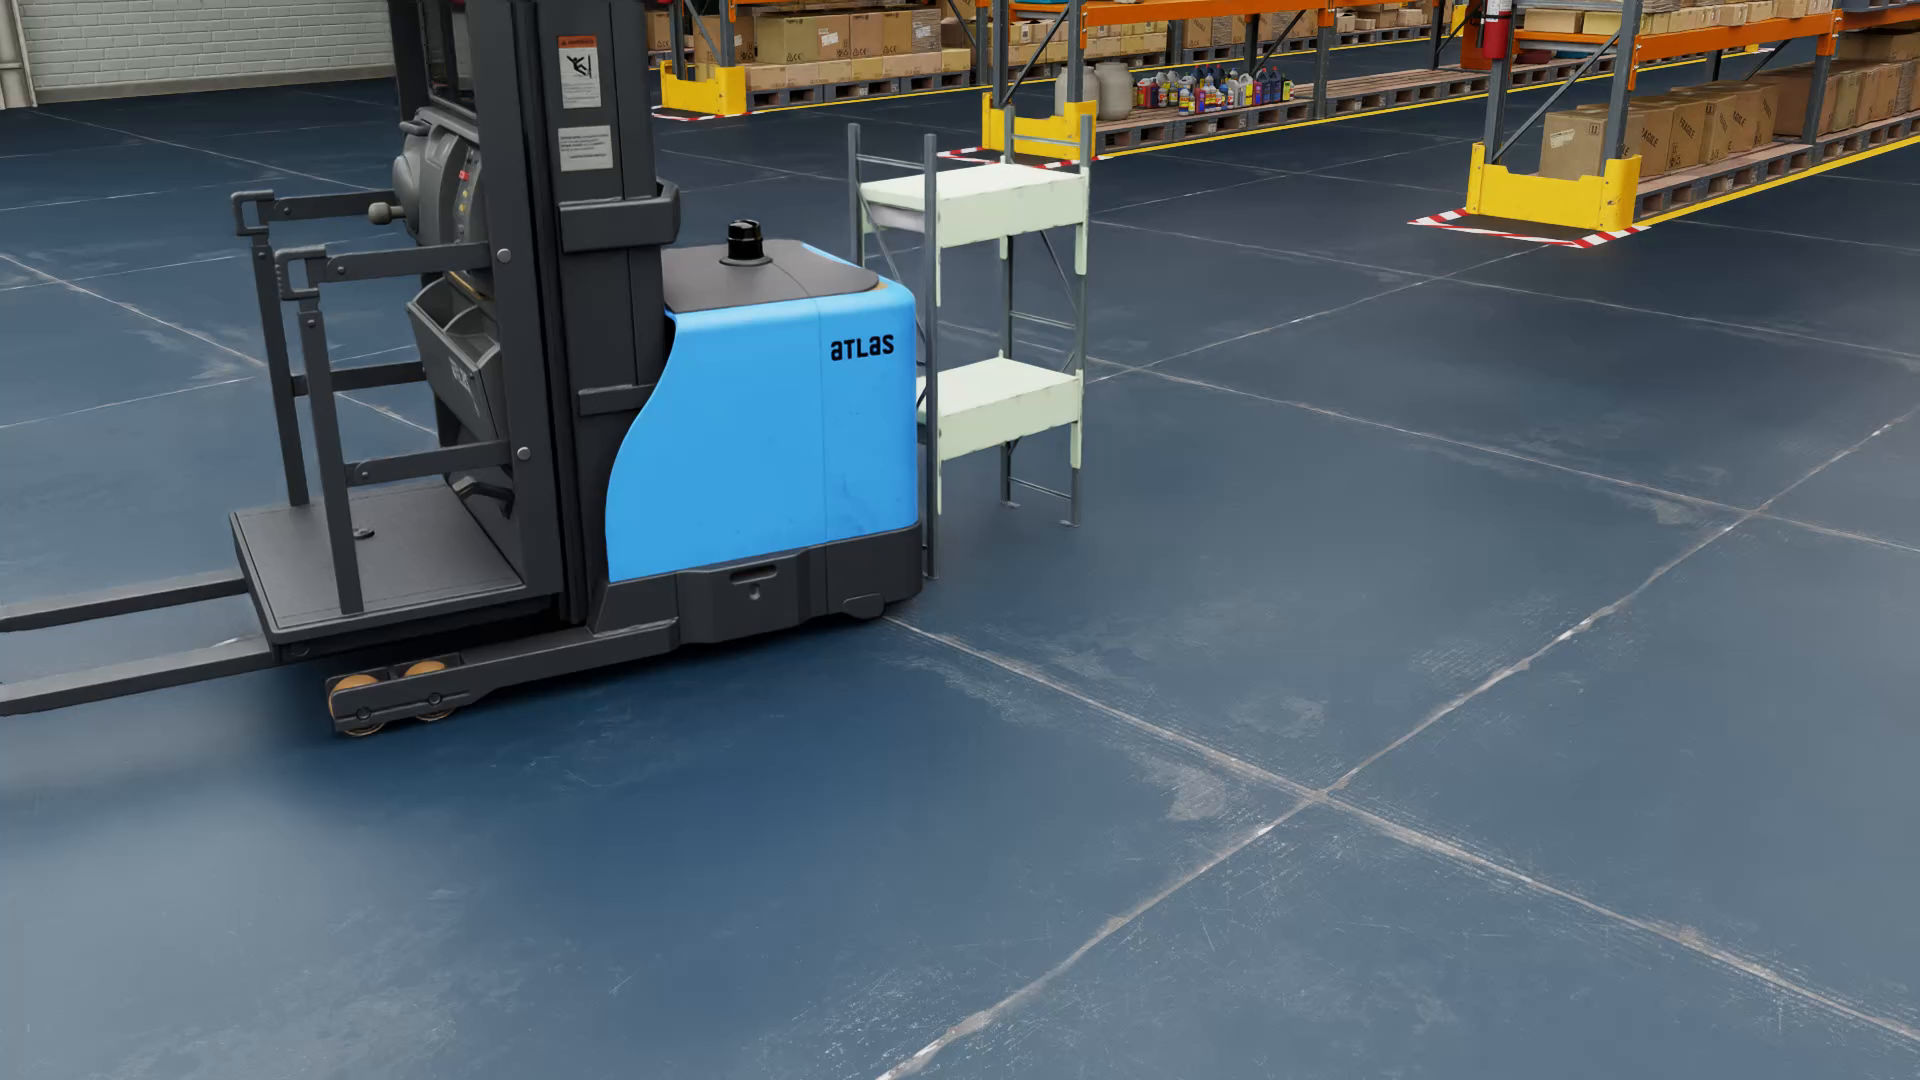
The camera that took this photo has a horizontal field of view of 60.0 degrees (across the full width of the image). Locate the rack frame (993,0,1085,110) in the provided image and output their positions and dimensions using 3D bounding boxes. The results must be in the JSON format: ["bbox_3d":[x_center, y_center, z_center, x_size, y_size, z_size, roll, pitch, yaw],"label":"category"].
[{"bbox_3d":[0.702,-4.974,14.836,1.000,3.000,0.127,19,28,41],"label":"rack frame"}]

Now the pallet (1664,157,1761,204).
[{"bbox_3d":[5.747,-2.965,13.494,1.003,0.211,1.213,19,28,41],"label":"pallet"}]

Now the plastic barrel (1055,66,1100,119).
[{"bbox_3d":[1.106,-4.197,15.696,0.421,0.512,0.421,0,21,0],"label":"plastic barrel"}]

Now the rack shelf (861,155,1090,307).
[{"bbox_3d":[0.042,-1.068,5.675,0.720,0.370,0.431,-19,28,-41],"label":"rack shelf"}]

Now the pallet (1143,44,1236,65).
[{"bbox_3d":[3.284,-7.152,24.389,1.003,0.211,1.213,19,28,41],"label":"pallet"}]

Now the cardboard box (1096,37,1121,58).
[{"bbox_3d":[1.834,-6.726,22.640,0.500,0.250,0.500,-19,28,-41],"label":"cardboard box"}]

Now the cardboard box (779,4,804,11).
[{"bbox_3d":[-2.780,-7.859,25.213,0.700,0.500,0.500,19,28,40],"label":"cardboard box"}]

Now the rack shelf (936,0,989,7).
[{"bbox_3d":[1.341,-7.422,22.205,1.077,0.370,4.000,19,28,41],"label":"rack shelf"}]

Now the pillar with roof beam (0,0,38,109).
[{"bbox_3d":[-7.629,-8.031,14.426,9.100,9.000,0.400,19,28,41],"label":"pillar with roof beam"}]

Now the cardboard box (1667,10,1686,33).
[{"bbox_3d":[4.994,-3.751,12.003,0.380,0.149,0.250,19,28,41],"label":"cardboard box"}]

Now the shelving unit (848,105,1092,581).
[{"bbox_3d":[0.042,-0.704,5.815,0.755,1.500,0.431,-19,28,-41],"label":"shelving unit"}]

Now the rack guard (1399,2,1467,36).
[{"bbox_3d":[8.264,-9.142,29.162,1.175,0.500,0.348,19,28,41],"label":"rack guard"}]

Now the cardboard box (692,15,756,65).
[{"bbox_3d":[-2.683,-5.690,18.899,0.500,0.500,0.500,19,28,41],"label":"cardboard box"}]

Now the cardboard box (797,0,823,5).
[{"bbox_3d":[-2.439,-8.313,25.347,0.500,0.250,0.500,18,28,39],"label":"cardboard box"}]

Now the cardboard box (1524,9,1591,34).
[{"bbox_3d":[4.302,-3.742,11.980,0.380,0.149,0.250,19,28,41],"label":"cardboard box"}]

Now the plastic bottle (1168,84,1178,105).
[{"bbox_3d":[2.191,-4.574,17.080,0.097,0.201,0.097,0,21,0],"label":"plastic bottle"}]

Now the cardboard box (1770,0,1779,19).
[{"bbox_3d":[6.340,-4.282,13.385,0.380,0.149,0.250,19,28,41],"label":"cardboard box"}]

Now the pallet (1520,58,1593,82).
[{"bbox_3d":[7.654,-6.254,22.053,1.003,0.211,1.213,19,28,41],"label":"pallet"}]

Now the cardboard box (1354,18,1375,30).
[{"bbox_3d":[6.571,-8.461,27.243,0.380,0.166,0.250,19,28,41],"label":"cardboard box"}]

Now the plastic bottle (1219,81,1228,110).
[{"bbox_3d":[2.640,-4.460,16.687,0.097,0.271,0.097,0,21,0],"label":"plastic bottle"}]

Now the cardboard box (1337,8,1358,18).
[{"bbox_3d":[6.244,-8.660,27.560,0.500,0.311,0.500,19,28,41],"label":"cardboard box"}]

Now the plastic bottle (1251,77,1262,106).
[{"bbox_3d":[3.032,-4.601,17.036,0.133,0.283,0.061,-18,27,-39],"label":"plastic bottle"}]

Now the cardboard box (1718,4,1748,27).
[{"bbox_3d":[5.736,-3.992,12.631,0.380,0.149,0.250,19,28,41],"label":"cardboard box"}]

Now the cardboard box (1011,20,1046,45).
[{"bbox_3d":[0.766,-6.589,21.502,0.500,0.311,0.500,19,28,40],"label":"cardboard box"}]

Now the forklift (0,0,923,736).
[{"bbox_3d":[-1.667,-1.037,4.686,3.031,2.935,1.130,-11,24,-26],"label":"forklift"}]

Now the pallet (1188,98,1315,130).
[{"bbox_3d":[2.994,-4.539,17.589,1.003,0.211,1.213,19,28,41],"label":"pallet"}]

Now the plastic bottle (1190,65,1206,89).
[{"bbox_3d":[2.500,-4.819,17.511,0.144,0.351,0.185,18,27,38],"label":"plastic bottle"}]

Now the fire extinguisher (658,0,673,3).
[{"bbox_3d":[-3.260,-6.265,18.301,0.296,0.674,0.183,19,28,41],"label":"fire extinguisher"}]

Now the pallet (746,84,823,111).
[{"bbox_3d":[-2.341,-5.121,19.102,1.003,0.211,1.213,19,28,41],"label":"pallet"}]

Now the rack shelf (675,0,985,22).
[{"bbox_3d":[-1.449,-6.393,19.530,1.077,0.370,4.000,19,28,41],"label":"rack shelf"}]

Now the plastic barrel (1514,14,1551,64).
[{"bbox_3d":[7.400,-6.522,21.637,0.600,0.588,0.708,19,28,41],"label":"plastic barrel"}]

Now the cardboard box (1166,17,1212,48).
[{"bbox_3d":[3.259,-7.356,23.902,0.500,0.500,0.500,-19,28,-40],"label":"cardboard box"}]

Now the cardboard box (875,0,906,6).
[{"bbox_3d":[-1.280,-8.351,26.491,0.500,0.500,0.700,-20,29,-41],"label":"cardboard box"}]

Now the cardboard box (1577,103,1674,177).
[{"bbox_3d":[5.091,-3.083,12.812,0.500,0.500,0.500,-12,24,-28],"label":"cardboard box"}]

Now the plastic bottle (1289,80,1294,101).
[{"bbox_3d":[3.463,-4.731,17.488,0.097,0.201,0.097,0,21,0],"label":"plastic bottle"}]

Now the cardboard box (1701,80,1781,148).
[{"bbox_3d":[6.733,-3.699,14.417,0.500,0.500,0.500,18,28,39],"label":"cardboard box"}]

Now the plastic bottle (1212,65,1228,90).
[{"bbox_3d":[2.735,-4.832,17.544,0.144,0.351,0.185,19,28,41],"label":"plastic bottle"}]

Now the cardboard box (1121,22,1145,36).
[{"bbox_3d":[2.190,-7.114,22.869,0.500,0.311,0.500,19,28,40],"label":"cardboard box"}]

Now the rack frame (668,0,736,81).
[{"bbox_3d":[-2.844,-6.215,18.063,1.000,3.000,0.127,19,28,41],"label":"rack frame"}]

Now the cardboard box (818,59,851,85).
[{"bbox_3d":[-1.616,-5.468,19.366,0.500,0.250,0.500,19,28,41],"label":"cardboard box"}]

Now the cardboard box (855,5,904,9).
[{"bbox_3d":[-0.945,-6.335,20.576,0.500,0.500,0.500,19,28,41],"label":"cardboard box"}]

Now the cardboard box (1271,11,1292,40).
[{"bbox_3d":[4.687,-7.886,25.282,0.500,0.500,0.500,20,29,41],"label":"cardboard box"}]

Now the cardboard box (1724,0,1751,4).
[{"bbox_3d":[5.654,-4.457,12.935,0.875,0.500,0.500,19,28,41],"label":"cardboard box"}]

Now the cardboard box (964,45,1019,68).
[{"bbox_3d":[0.405,-6.198,21.265,0.500,0.250,0.500,18,28,39],"label":"cardboard box"}]

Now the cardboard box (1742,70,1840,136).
[{"bbox_3d":[7.485,-3.954,15.052,0.700,0.500,0.500,17,27,37],"label":"cardboard box"}]

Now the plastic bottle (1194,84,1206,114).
[{"bbox_3d":[2.361,-4.353,16.393,0.133,0.283,0.061,-20,28,-41],"label":"plastic bottle"}]

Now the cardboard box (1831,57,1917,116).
[{"bbox_3d":[9.001,-4.507,16.490,0.700,0.500,0.500,16,26,36],"label":"cardboard box"}]

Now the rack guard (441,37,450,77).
[{"bbox_3d":[-6.343,-6.307,21.786,1.175,0.500,0.348,19,28,41],"label":"rack guard"}]

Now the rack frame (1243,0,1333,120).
[{"bbox_3d":[3.492,-6.003,17.511,1.000,3.000,0.127,19,28,41],"label":"rack frame"}]

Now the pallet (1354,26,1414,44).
[{"bbox_3d":[6.858,-8.489,27.868,1.003,0.211,1.213,19,28,41],"label":"pallet"}]

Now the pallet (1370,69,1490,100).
[{"bbox_3d":[5.715,-5.540,20.193,1.003,0.211,1.213,19,28,41],"label":"pallet"}]

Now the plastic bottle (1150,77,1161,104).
[{"bbox_3d":[1.961,-4.584,17.003,0.152,0.276,0.135,18,28,39],"label":"plastic bottle"}]

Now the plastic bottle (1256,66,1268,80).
[{"bbox_3d":[3.146,-4.770,17.383,0.144,0.351,0.185,19,28,41],"label":"plastic bottle"}]

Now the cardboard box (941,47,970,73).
[{"bbox_3d":[-0.221,-5.982,20.704,0.500,0.250,0.500,19,28,41],"label":"cardboard box"}]

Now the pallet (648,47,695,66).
[{"bbox_3d":[-4.049,-6.999,23.990,1.003,0.211,1.213,19,28,41],"label":"pallet"}]

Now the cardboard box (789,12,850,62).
[{"bbox_3d":[-1.624,-5.821,19.239,0.500,0.500,0.500,19,28,41],"label":"cardboard box"}]
